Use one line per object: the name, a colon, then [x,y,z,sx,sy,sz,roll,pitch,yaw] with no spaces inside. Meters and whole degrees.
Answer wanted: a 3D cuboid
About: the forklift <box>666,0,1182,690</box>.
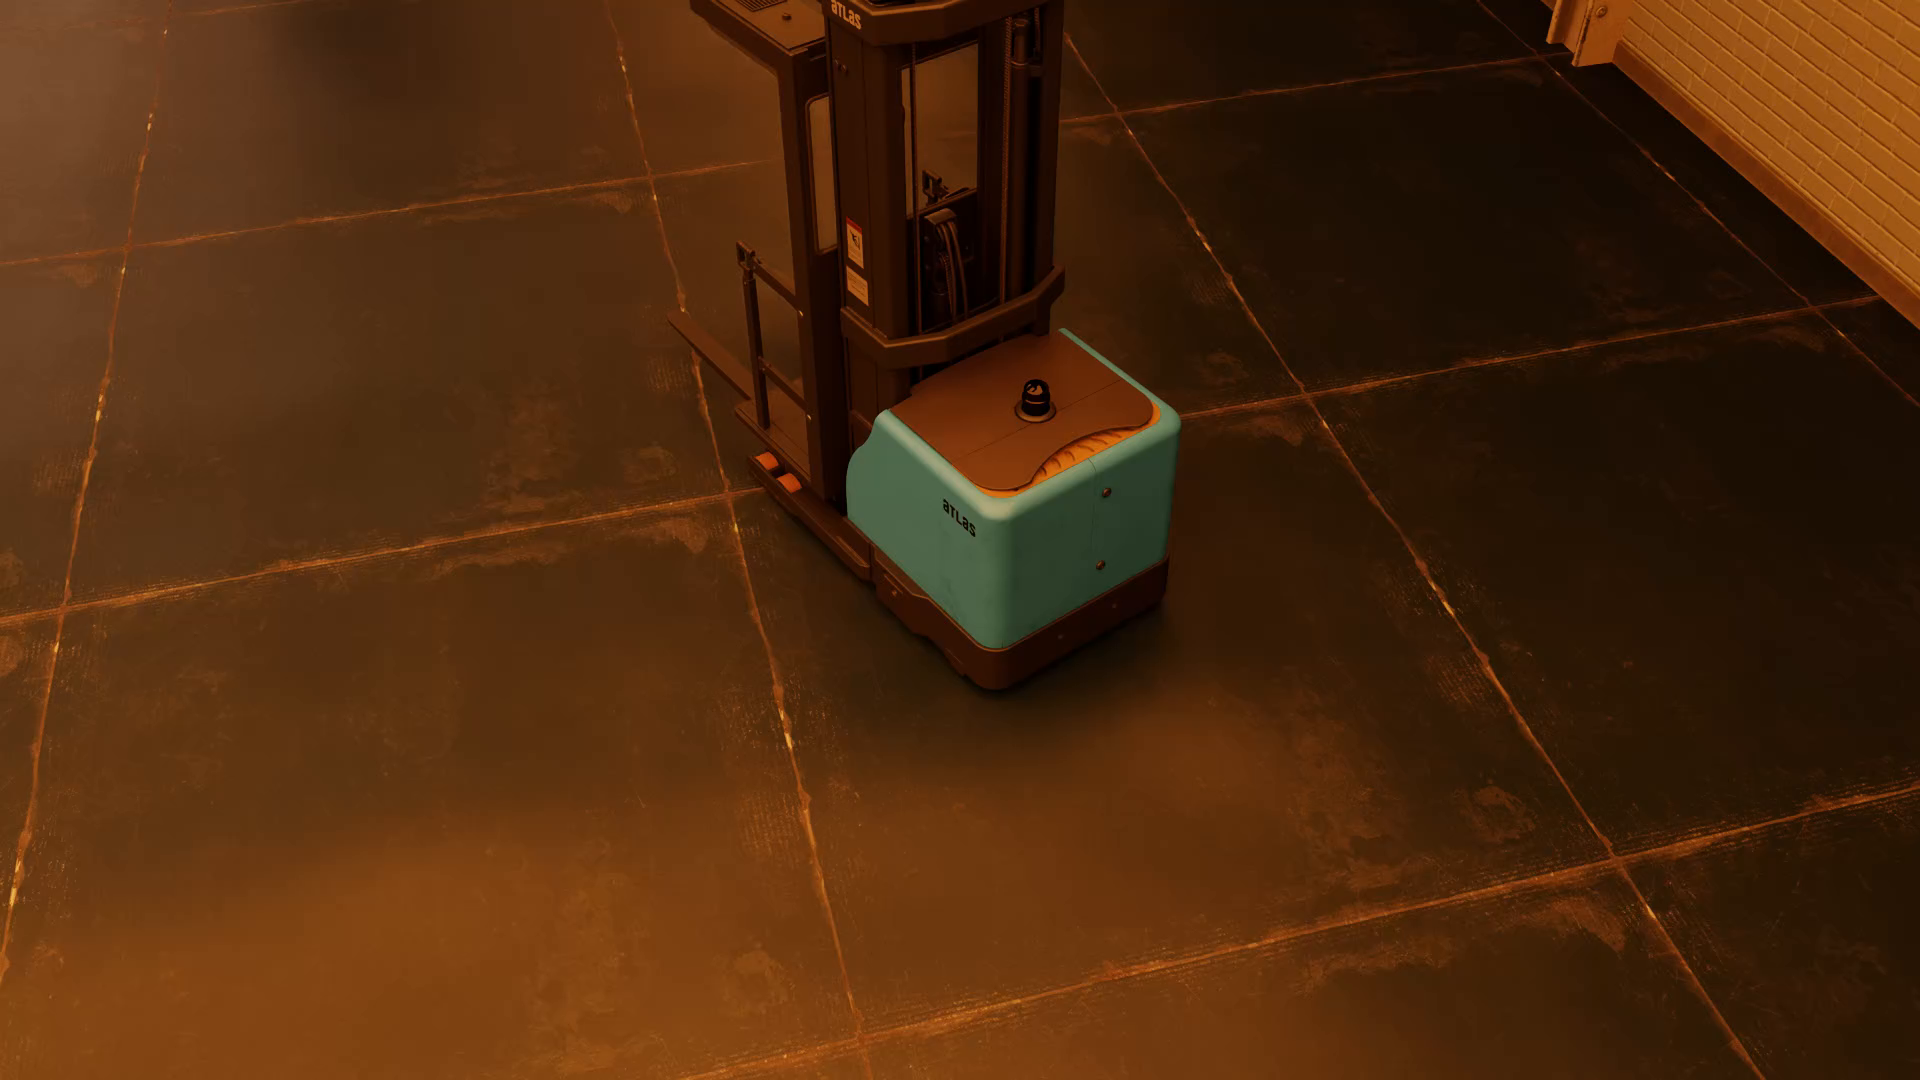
forklift: [-0.366,-1.399,7.126,1.130,2.935,3.031,-27,50,-26]
